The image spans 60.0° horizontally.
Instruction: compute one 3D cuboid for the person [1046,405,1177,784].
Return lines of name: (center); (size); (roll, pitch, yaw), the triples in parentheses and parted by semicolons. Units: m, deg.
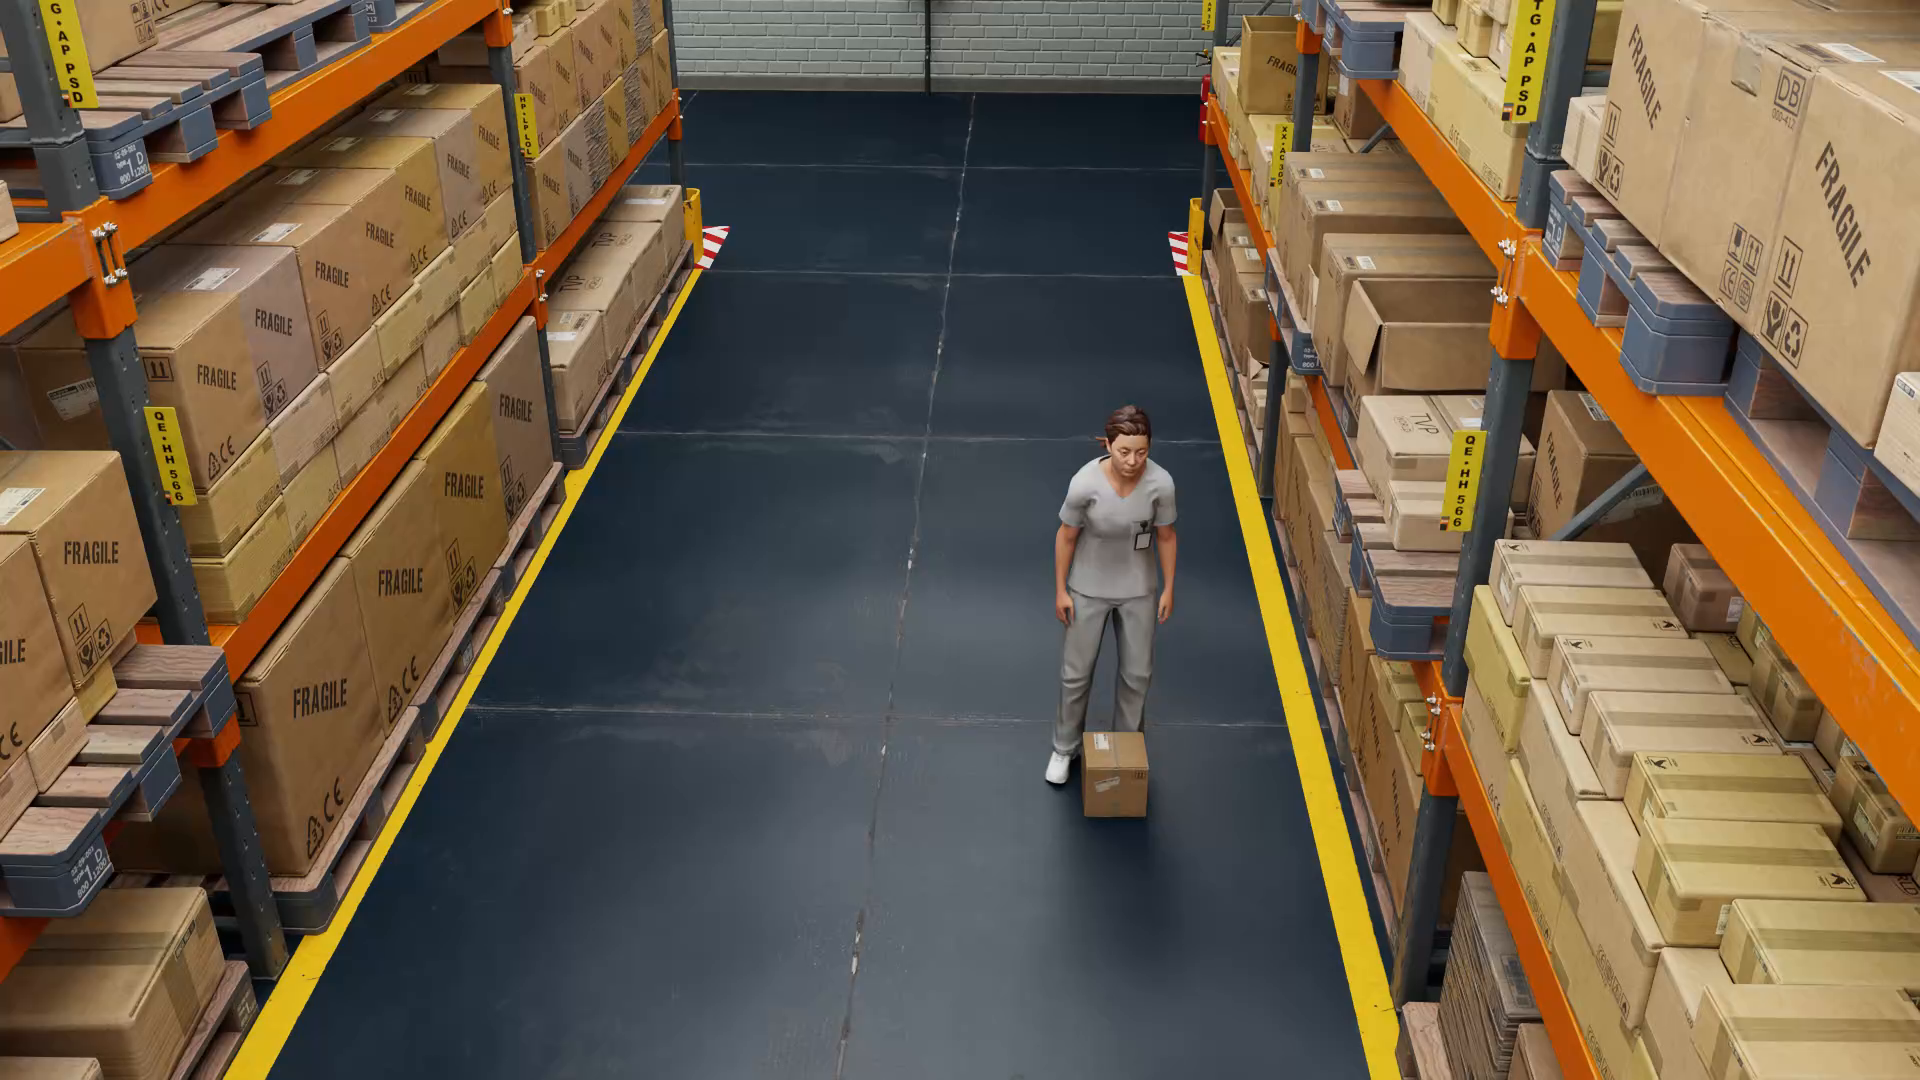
person: (0.614, 0.218, 6.714); (0.514, 1.672, 0.357); (-1, 28, -2)
